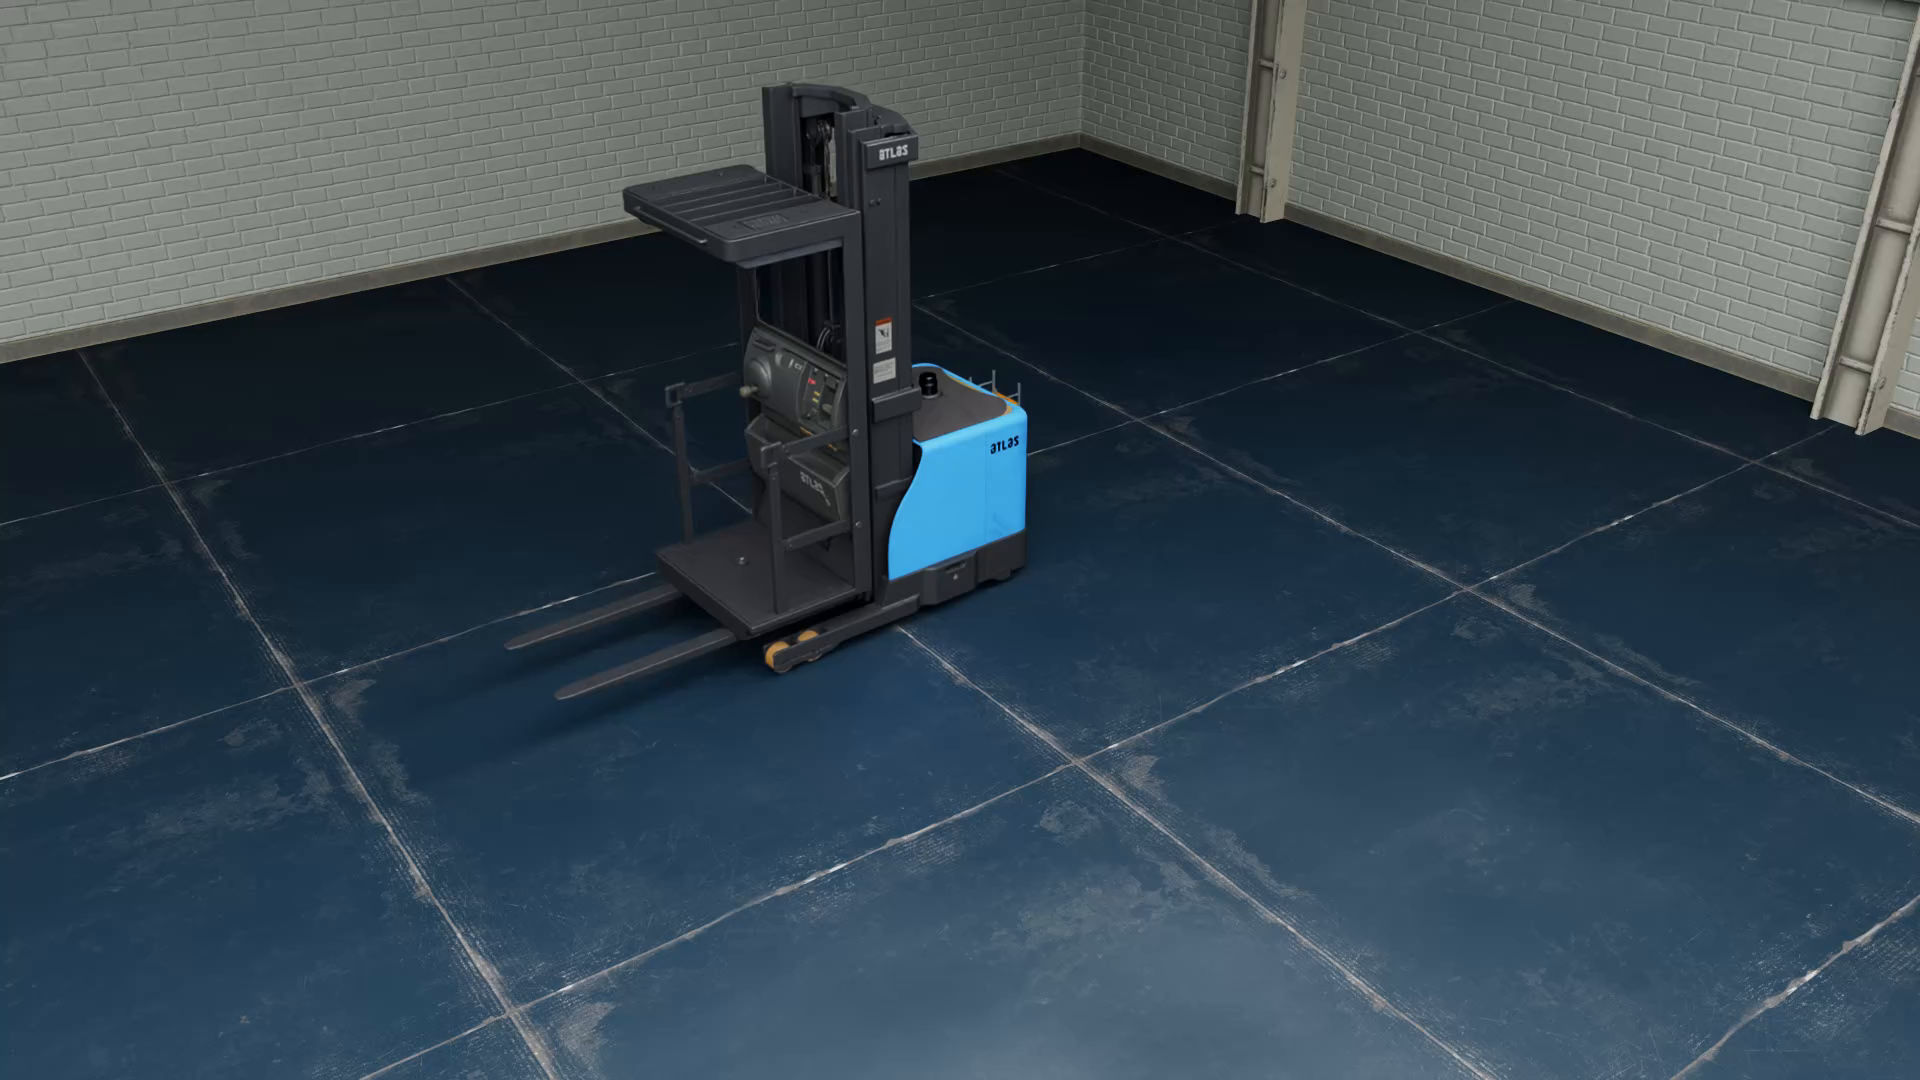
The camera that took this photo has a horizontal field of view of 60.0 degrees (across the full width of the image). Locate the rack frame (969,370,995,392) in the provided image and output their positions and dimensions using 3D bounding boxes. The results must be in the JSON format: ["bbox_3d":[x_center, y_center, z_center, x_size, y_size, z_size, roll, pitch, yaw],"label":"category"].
[{"bbox_3d":[0.135,-0.554,10.396,0.200,1.050,0.008,-20,35,-33],"label":"rack frame"}]

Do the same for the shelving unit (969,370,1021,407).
[{"bbox_3d":[0.210,-0.508,10.312,0.215,1.050,0.252,-20,35,-33],"label":"shelving unit"}]

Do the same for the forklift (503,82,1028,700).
[{"bbox_3d":[-1.067,-0.845,8.961,3.031,2.935,1.130,-20,35,-33],"label":"forklift"}]

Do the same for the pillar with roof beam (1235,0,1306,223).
[{"bbox_3d":[-0.552,-5.958,12.018,9.100,9.000,0.400,-19,34,-31],"label":"pillar with roof beam"}]

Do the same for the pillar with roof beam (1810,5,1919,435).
[{"bbox_3d":[2.928,-3.625,7.723,9.100,9.000,0.400,-19,34,-31],"label":"pillar with roof beam"}]

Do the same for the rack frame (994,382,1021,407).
[{"bbox_3d":[0.285,-0.462,10.227,0.200,1.050,0.008,-20,35,-33],"label":"rack frame"}]

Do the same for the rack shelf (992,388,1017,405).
[{"bbox_3d":[0.210,-0.748,10.181,0.215,0.259,0.240,-20,35,-33],"label":"rack shelf"}]
